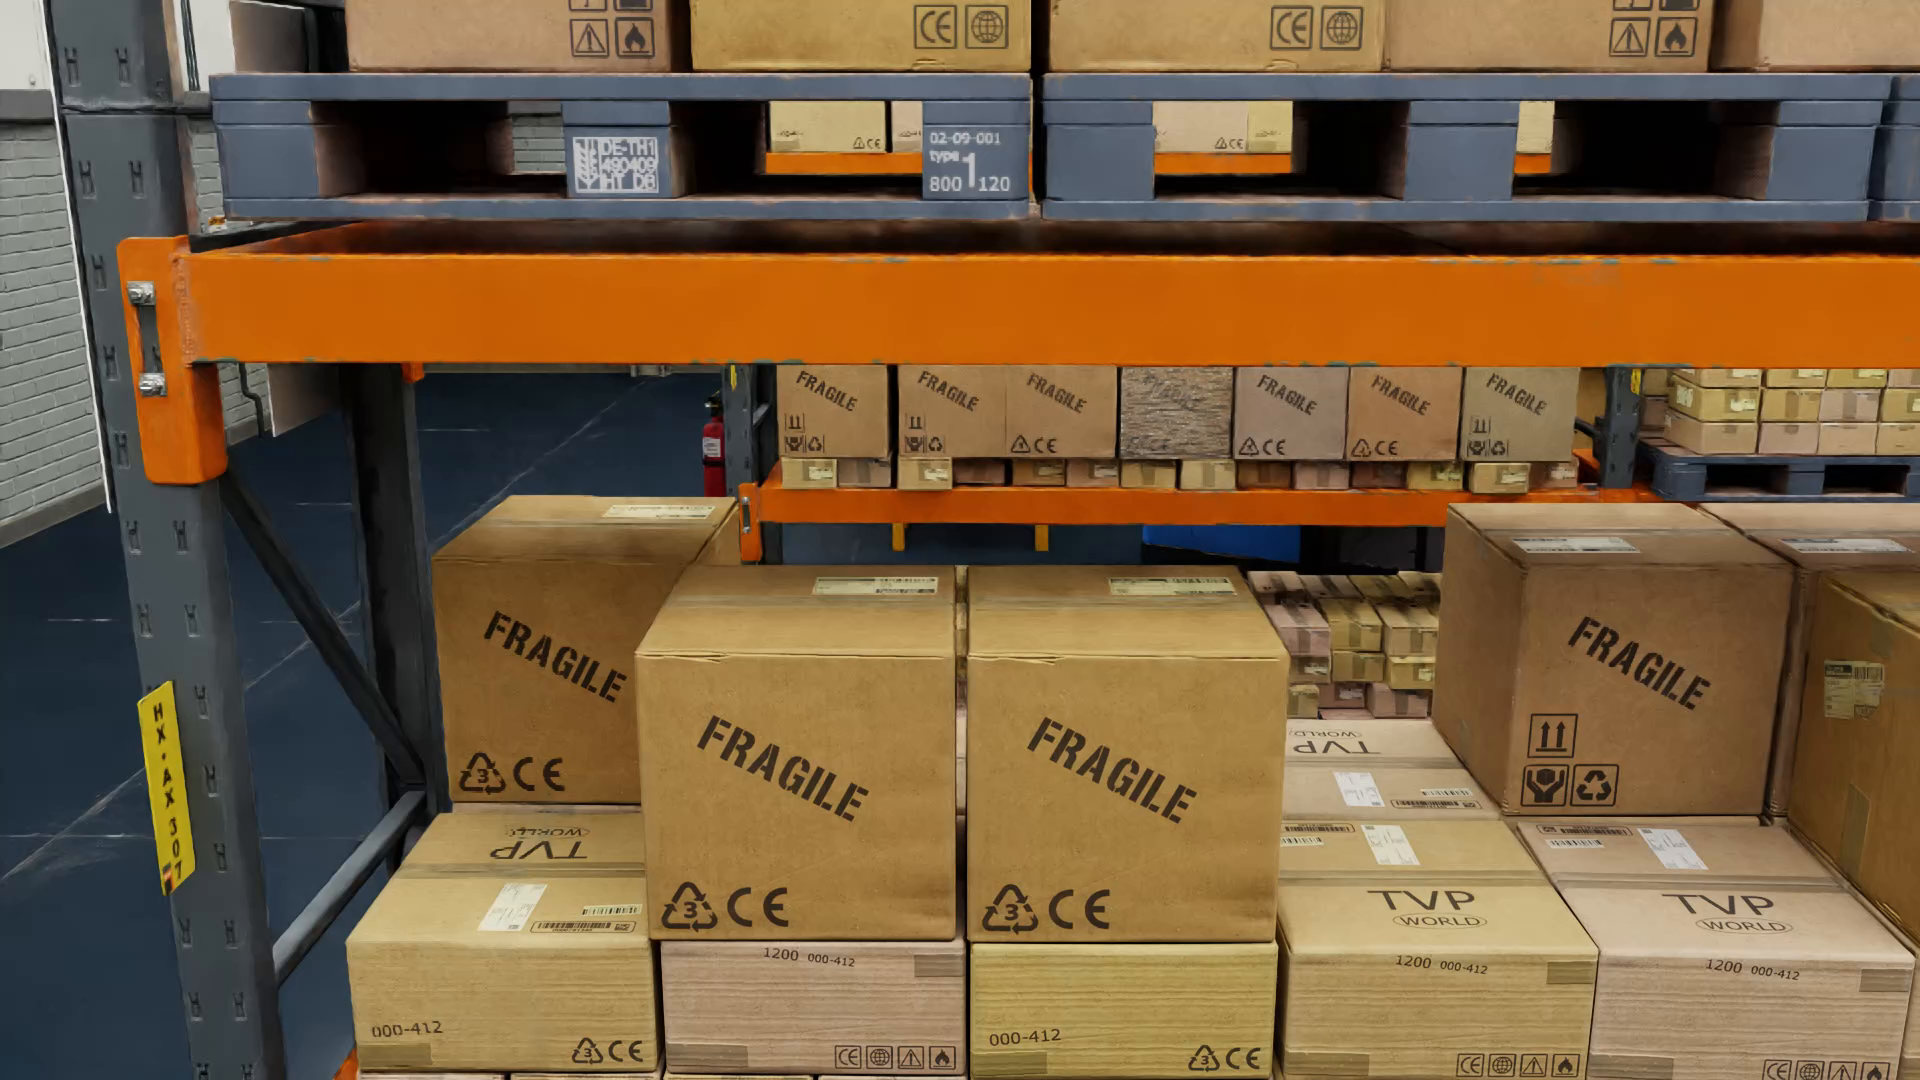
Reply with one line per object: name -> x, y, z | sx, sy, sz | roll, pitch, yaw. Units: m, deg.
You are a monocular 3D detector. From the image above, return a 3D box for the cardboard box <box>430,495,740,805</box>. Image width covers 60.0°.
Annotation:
cardboard box -> -0.736, 0.210, 3.407 | 0.500, 0.500, 0.500 | 1, 15, 2

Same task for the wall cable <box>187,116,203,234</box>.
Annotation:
wall cable -> -6.589, -2.704, 14.216 | 0.122, 1.984, 0.588 | 0, 15, 1

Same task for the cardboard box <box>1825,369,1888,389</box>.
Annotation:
cardboard box -> 3.914, -0.778, 7.410 | 0.250, 0.149, 0.380 | 1, 15, 2

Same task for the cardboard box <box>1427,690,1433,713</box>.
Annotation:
cardboard box -> 2.338, 0.706, 8.050 | 0.250, 0.149, 0.380 | 1, 15, 3

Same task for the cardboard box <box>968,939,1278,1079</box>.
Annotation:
cardboard box -> 0.265, 0.714, 2.965 | 0.500, 0.250, 0.500 | 0, 15, 0

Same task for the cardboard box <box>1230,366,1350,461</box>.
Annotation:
cardboard box -> 1.490, -0.661, 7.688 | 0.500, 0.500, 0.500 | 0, 15, 1

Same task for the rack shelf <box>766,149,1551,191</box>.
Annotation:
rack shelf -> 0.997, -1.646, 7.731 | 4.000, 0.370, 1.077 | 0, 15, 1

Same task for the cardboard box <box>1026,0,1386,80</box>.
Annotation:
cardboard box -> 0.369, -1.028, 2.760 | 0.500, 0.500, 0.700 | -1, 15, -2

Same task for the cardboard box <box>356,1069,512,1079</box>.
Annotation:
cardboard box -> -0.883, 0.915, 2.983 | 0.250, 0.149, 0.380 | 1, 15, 2

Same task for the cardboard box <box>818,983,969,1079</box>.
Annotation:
cardboard box -> -0.110, 0.920, 2.967 | 0.250, 0.149, 0.380 | 0, 15, 1

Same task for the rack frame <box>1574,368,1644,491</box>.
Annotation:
rack frame -> 2.997, -0.531, 7.972 | 0.127, 3.000, 1.000 | 0, 15, 1

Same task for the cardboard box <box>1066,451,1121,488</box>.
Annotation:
cardboard box -> 0.616, -0.360, 7.816 | 0.250, 0.149, 0.380 | 0, 15, 0

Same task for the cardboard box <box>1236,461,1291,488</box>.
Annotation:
cardboard box -> 1.397, -0.360, 7.816 | 0.250, 0.149, 0.380 | 0, 15, 1

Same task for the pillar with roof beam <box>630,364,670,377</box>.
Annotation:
pillar with roof beam -> -3.636, -5.136, 13.667 | 0.400, 9.000, 9.100 | 0, 15, 1

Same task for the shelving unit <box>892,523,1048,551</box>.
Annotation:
shelving unit -> 0.076, -0.725, 11.647 | 1.083, 1.500, 0.587 | 0, 15, 1

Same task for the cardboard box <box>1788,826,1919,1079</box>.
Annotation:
cardboard box -> 1.804, 0.723, 2.929 | 0.500, 0.250, 0.500 | 1, 15, 3

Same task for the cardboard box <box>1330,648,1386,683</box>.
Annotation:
cardboard box -> 1.887, 0.557, 8.030 | 0.250, 0.149, 0.380 | 1, 15, 2

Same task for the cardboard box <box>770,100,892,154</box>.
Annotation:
cardboard box -> -0.560, -1.867, 7.449 | 0.500, 0.250, 0.500 | 1, 15, 3

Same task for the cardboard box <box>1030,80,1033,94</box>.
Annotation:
cardboard box -> 0.457, -2.098, 7.346 | 0.500, 0.250, 0.500 | 1, 15, 2

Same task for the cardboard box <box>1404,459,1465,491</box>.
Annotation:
cardboard box -> 2.179, -0.342, 7.750 | 0.250, 0.149, 0.380 | 1, 15, 4

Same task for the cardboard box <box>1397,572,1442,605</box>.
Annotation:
cardboard box -> 2.384, 0.285, 8.479 | 0.250, 0.149, 0.380 | 1, 15, 4

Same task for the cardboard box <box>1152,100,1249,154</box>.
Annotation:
cardboard box -> 0.998, -1.856, 7.408 | 0.500, 0.250, 0.500 | 0, 15, 1

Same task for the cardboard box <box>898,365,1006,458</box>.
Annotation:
cardboard box -> -0.024, -0.679, 7.753 | 0.500, 0.500, 0.500 | 0, 15, 2

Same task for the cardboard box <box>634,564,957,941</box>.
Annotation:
cardboard box -> -0.257, 0.349, 2.879 | 0.500, 0.500, 0.500 | 0, 15, 0

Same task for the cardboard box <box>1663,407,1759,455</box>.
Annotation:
cardboard box -> 3.379, -0.493, 7.496 | 0.250, 0.149, 0.380 | 0, 15, -1

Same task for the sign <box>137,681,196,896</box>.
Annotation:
sign -> -1.250, 0.392, 2.622 | 0.005, 0.325, 0.100 | 0, 15, 1

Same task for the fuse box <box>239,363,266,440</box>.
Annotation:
fuse box -> -6.414, -1.762, 15.166 | 0.414, 1.711, 0.539 | 0, 15, 1

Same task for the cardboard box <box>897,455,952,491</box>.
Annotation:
cardboard box -> -0.163, -0.343, 7.753 | 0.250, 0.149, 0.380 | 0, 15, 0

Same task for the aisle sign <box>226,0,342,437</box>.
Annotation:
aisle sign -> -1.294, -0.627, 3.239 | 0.004, 0.787, 0.394 | 0, 15, 1

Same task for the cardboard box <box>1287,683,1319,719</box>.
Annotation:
cardboard box -> 1.561, 0.722, 7.988 | 0.250, 0.149, 0.380 | 0, 15, 1

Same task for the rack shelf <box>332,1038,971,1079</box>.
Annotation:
rack shelf -> 0.770, 1.068, 3.321 | 4.000, 0.370, 1.077 | 0, 15, 1

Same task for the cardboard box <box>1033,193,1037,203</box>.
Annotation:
cardboard box -> 0.668, -2.580, 12.312 | 0.250, 0.149, 0.380 | 1, 15, 2

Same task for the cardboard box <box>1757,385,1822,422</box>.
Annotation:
cardboard box -> 3.638, -0.635, 7.454 | 0.250, 0.149, 0.380 | 0, 15, 0

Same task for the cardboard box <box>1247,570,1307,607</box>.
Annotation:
cardboard box -> 1.616, 0.277, 8.507 | 0.250, 0.149, 0.380 | 1, 15, 3

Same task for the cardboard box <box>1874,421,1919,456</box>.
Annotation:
cardboard box -> 4.157, -0.488, 7.478 | 0.250, 0.149, 0.380 | 1, 15, 2

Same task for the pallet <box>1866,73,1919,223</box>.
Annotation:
pallet -> 1.951, -0.682, 2.839 | 1.213, 0.211, 1.003 | 0, 15, 1

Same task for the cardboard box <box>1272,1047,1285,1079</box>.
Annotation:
cardboard box -> 0.655, 0.925, 2.947 | 0.250, 0.149, 0.380 | 0, 15, 0

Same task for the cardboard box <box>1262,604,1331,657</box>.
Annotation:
cardboard box -> 1.599, 0.430, 7.930 | 0.250, 0.149, 0.380 | 0, 15, -1

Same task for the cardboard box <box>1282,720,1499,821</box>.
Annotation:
cardboard box -> 0.798, 0.581, 3.470 | 0.500, 0.250, 0.500 | 0, 15, 2

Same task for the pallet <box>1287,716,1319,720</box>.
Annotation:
pallet -> 1.102, 0.815, 8.338 | 1.213, 0.211, 1.003 | 0, 15, 1

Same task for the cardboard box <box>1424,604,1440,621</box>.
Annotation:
cardboard box -> 2.378, 0.429, 7.931 | 0.250, 0.149, 0.380 | 1, 15, 2

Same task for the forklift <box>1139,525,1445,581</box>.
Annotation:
forklift -> 2.696, -1.038, 10.028 | 3.031, 2.935, 1.130 | 8, 17, 27

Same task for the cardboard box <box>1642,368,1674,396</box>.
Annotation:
cardboard box -> 3.400, -0.804, 8.094 | 0.250, 0.149, 0.380 | 1, 15, 3
